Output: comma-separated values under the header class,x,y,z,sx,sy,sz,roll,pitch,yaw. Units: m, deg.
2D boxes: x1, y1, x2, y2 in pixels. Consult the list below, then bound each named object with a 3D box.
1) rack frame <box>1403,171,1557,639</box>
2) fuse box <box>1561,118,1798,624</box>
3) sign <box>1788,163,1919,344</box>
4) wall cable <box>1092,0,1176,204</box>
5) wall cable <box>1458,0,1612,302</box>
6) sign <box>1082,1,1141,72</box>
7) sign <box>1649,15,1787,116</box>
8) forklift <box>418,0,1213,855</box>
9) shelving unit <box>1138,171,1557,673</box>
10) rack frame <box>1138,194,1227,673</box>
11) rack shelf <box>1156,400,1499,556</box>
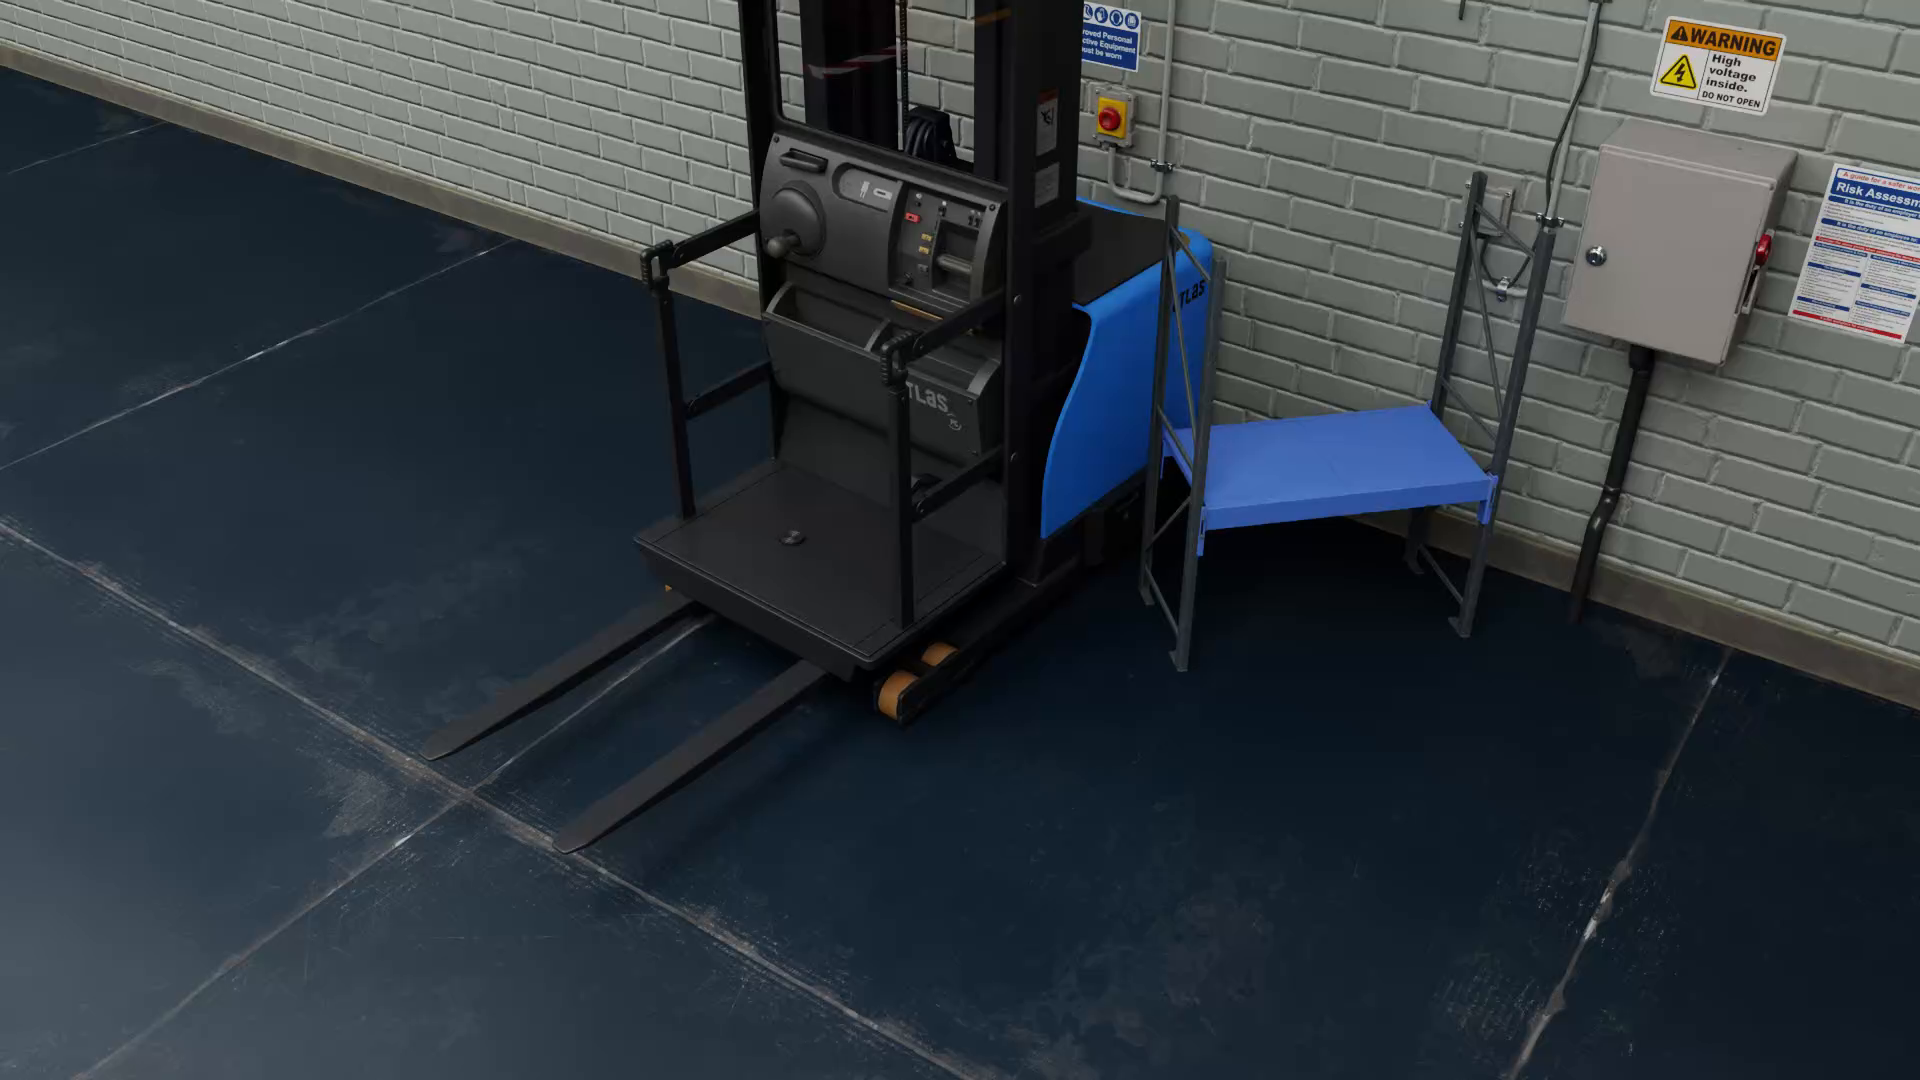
class,x,y,z,sx,sy,sz,roll,pitch,yaw
rack frame,1.701,-0.420,5.532,0.032,1.500,0.500,-6,35,-9
fuse box,2.158,-0.411,5.330,0.539,1.711,0.414,21,39,28
sign,2.681,-0.842,4.903,0.329,0.494,0.001,21,39,28
wall cable,0.515,-2.116,5.767,0.585,1.953,0.123,21,39,28
wall cable,1.687,-1.656,5.114,0.588,1.984,0.122,21,39,28
sign,0.510,-1.838,6.049,0.327,0.218,0.001,21,39,28
sign,2.230,-1.399,4.904,0.339,0.242,0.001,21,39,28
forklift,-0.394,-0.942,5.026,1.130,2.935,3.031,24,41,31
shelving unit,1.202,-0.367,5.453,1.048,1.500,0.538,-6,35,-9
rack frame,0.702,-0.313,5.374,0.032,1.500,0.500,-6,35,-9
rack shelf,1.202,-0.218,5.554,1.000,0.185,0.538,-6,35,-9
